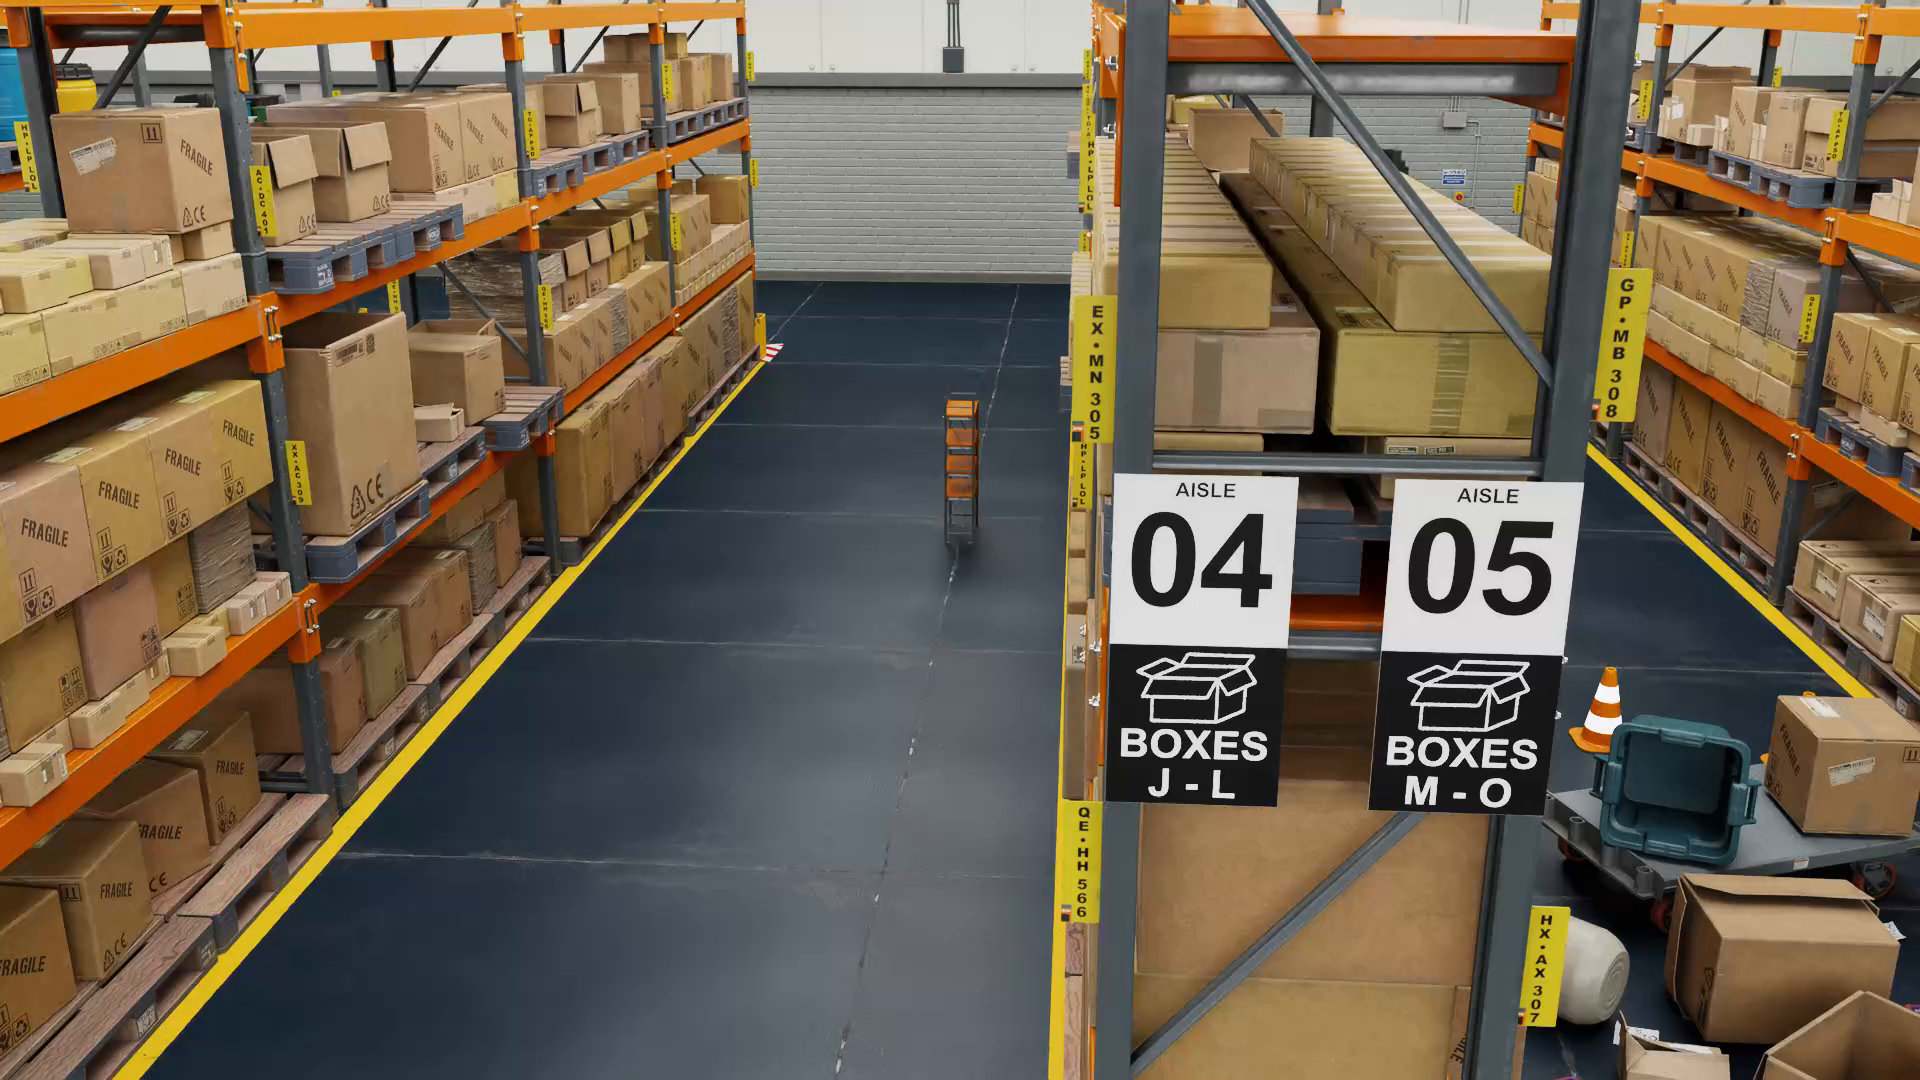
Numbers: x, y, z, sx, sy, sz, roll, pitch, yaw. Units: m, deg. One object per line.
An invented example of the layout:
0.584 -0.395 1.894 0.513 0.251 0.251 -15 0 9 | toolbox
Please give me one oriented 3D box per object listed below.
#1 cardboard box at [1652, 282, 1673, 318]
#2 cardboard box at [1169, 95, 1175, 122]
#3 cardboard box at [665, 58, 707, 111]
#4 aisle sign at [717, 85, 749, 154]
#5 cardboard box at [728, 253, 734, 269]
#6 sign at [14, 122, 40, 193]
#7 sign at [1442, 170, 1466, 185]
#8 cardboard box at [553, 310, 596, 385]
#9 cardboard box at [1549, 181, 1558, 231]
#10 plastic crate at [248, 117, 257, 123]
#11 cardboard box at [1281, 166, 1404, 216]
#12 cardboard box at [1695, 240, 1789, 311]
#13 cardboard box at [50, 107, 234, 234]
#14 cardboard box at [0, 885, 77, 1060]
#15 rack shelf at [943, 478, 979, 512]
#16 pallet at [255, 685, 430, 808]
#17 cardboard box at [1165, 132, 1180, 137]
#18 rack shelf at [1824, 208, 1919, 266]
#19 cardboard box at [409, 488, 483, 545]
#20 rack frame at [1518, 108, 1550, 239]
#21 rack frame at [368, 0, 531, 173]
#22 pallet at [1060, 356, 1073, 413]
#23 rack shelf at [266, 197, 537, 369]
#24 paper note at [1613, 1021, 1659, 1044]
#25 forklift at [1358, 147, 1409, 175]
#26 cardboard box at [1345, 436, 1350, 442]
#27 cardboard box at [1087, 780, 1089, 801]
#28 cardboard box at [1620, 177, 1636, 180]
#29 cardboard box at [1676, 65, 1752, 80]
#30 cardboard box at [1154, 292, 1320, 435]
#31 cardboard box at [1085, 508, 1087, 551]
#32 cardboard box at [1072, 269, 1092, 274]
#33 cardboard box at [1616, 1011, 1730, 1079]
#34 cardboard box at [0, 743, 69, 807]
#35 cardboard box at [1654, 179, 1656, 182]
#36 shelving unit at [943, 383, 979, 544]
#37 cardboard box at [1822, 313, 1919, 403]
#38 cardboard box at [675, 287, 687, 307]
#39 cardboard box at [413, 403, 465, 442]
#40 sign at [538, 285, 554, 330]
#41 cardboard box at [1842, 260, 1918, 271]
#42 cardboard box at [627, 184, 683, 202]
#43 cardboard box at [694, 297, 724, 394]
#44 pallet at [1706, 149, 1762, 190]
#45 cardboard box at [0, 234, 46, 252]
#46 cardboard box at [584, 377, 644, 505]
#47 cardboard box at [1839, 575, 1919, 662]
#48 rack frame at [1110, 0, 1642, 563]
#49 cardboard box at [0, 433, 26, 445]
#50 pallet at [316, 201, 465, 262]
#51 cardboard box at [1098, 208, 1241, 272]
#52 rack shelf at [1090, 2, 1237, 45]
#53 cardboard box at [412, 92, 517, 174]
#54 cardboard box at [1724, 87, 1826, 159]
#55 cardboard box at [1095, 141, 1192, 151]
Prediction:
6.319 -2.066 14.349 0.500 0.250 0.500 2 18 5 | cardboard box
1.729 -3.226 12.243 0.396 0.266 0.258 1 18 4 | cardboard box
-3.025 -4.704 17.150 0.700 0.500 0.500 2 18 6 | cardboard box
-2.653 -4.907 19.407 0.394 0.787 0.004 1 18 4 | aisle sign
-2.726 -3.102 18.475 0.380 0.149 0.250 1 18 3 | cardboard box
-4.371 -1.799 7.815 0.100 0.325 0.005 1 18 4 | sign
7.265 -5.335 24.454 0.327 0.218 0.001 1 18 4 | sign
-3.189 -1.524 13.097 0.500 0.500 0.500 1 18 2 | cardboard box
6.550 -3.494 17.503 0.500 0.500 0.500 1 18 3 | cardboard box
-7.798 -4.420 17.700 0.437 0.136 0.530 1 18 4 | plastic crate
1.323 -1.206 5.758 0.380 0.149 0.250 1 18 3 | cardboard box
6.245 -2.110 13.279 0.500 0.500 0.500 1 18 3 | cardboard box
-3.595 -1.636 7.339 0.500 0.500 0.500 1 18 2 | cardboard box
-3.970 1.727 6.674 0.500 0.500 0.500 3 18 9 | cardboard box
0.012 -0.369 13.476 0.258 0.148 0.480 1 18 4 | rack shelf
-3.763 1.154 9.562 1.003 0.211 1.213 1 18 4 | pallet
1.138 -2.440 10.542 0.500 0.311 0.500 1 18 4 | cardboard box
6.211 -1.413 9.255 1.077 0.370 4.000 1 18 4 | rack shelf
-3.576 -0.175 11.244 0.500 0.250 0.500 3 18 10 | cardboard box
6.928 -3.435 19.089 1.000 3.000 0.127 1 18 4 | rack frame
-3.530 -4.022 11.247 1.000 3.000 0.127 1 18 4 | rack frame
1.354 -1.162 12.460 1.213 0.211 1.003 1 18 4 | pallet
-3.674 -1.634 9.930 1.077 0.370 4.000 1 18 4 | rack shelf
2.851 2.090 7.008 0.172 0.023 0.155 8 20 23 | paper note
3.342 -1.803 14.220 1.130 2.935 3.031 1 18 3 | forklift
1.216 -0.354 4.438 0.380 0.149 0.250 1 18 4 | cardboard box
0.947 1.497 6.775 0.875 0.875 0.875 1 18 4 | cardboard box
6.500 -3.522 16.546 0.380 0.149 0.250 1 18 3 | cardboard box
6.892 -4.091 15.277 0.500 0.500 0.500 2 18 5 | cardboard box
0.592 -0.446 4.077 0.500 0.250 0.500 2 18 5 | cardboard box
0.930 -0.160 8.932 0.500 0.500 0.500 1 18 3 | cardboard box
1.136 -2.199 14.091 0.380 0.149 0.250 1 18 3 | cardboard box
2.837 2.087 6.627 0.396 0.266 0.258 4 19 13 | cardboard box
-3.641 0.886 6.306 0.380 0.149 0.250 1 18 4 | cardboard box
6.964 -3.514 16.521 0.380 0.149 0.250 1 18 4 | cardboard box
0.012 -0.622 13.393 0.258 1.200 0.503 1 18 4 | shelving unit
6.091 -1.204 10.968 0.500 0.500 0.500 1 18 2 | cardboard box
-2.891 -2.379 16.269 0.380 0.149 0.250 1 18 4 | cardboard box
-3.381 -0.783 10.538 0.396 0.266 0.258 1 18 2 | cardboard box
-2.988 -1.675 11.985 0.100 0.325 0.005 1 18 4 | sign
6.659 -1.775 12.256 0.500 0.500 0.500 1 18 4 | cardboard box
-3.328 -3.623 18.222 0.500 0.500 0.500 1 18 2 | cardboard box
-3.052 -2.086 17.711 0.875 0.875 0.875 1 18 4 | cardboard box
6.425 -2.835 12.742 1.003 0.211 1.213 2 18 6 | pallet
-4.140 -1.210 7.083 0.380 0.149 0.250 1 18 4 | cardboard box
-3.389 -0.852 13.944 1.225 0.875 0.875 1 18 4 | cardboard box
6.259 0.503 10.615 0.950 0.372 0.625 1 18 3 | cardboard box
0.836 -1.396 3.230 1.000 3.000 0.127 1 18 4 | rack frame
-4.174 -0.149 6.815 0.500 0.500 0.500 1 18 4 | cardboard box
-3.595 -1.777 9.513 1.213 0.211 1.003 1 18 4 | pallet
0.576 -0.827 4.599 0.380 0.149 0.250 2 18 5 | cardboard box
1.553 -3.970 12.883 1.077 0.370 4.000 1 18 4 | rack shelf
-3.315 -2.728 11.151 0.500 0.500 0.500 2 18 5 | cardboard box
6.191 -3.177 12.648 0.500 0.500 0.500 1 18 4 | cardboard box
0.740 -1.534 6.759 0.380 0.149 0.250 1 18 3 | cardboard box
